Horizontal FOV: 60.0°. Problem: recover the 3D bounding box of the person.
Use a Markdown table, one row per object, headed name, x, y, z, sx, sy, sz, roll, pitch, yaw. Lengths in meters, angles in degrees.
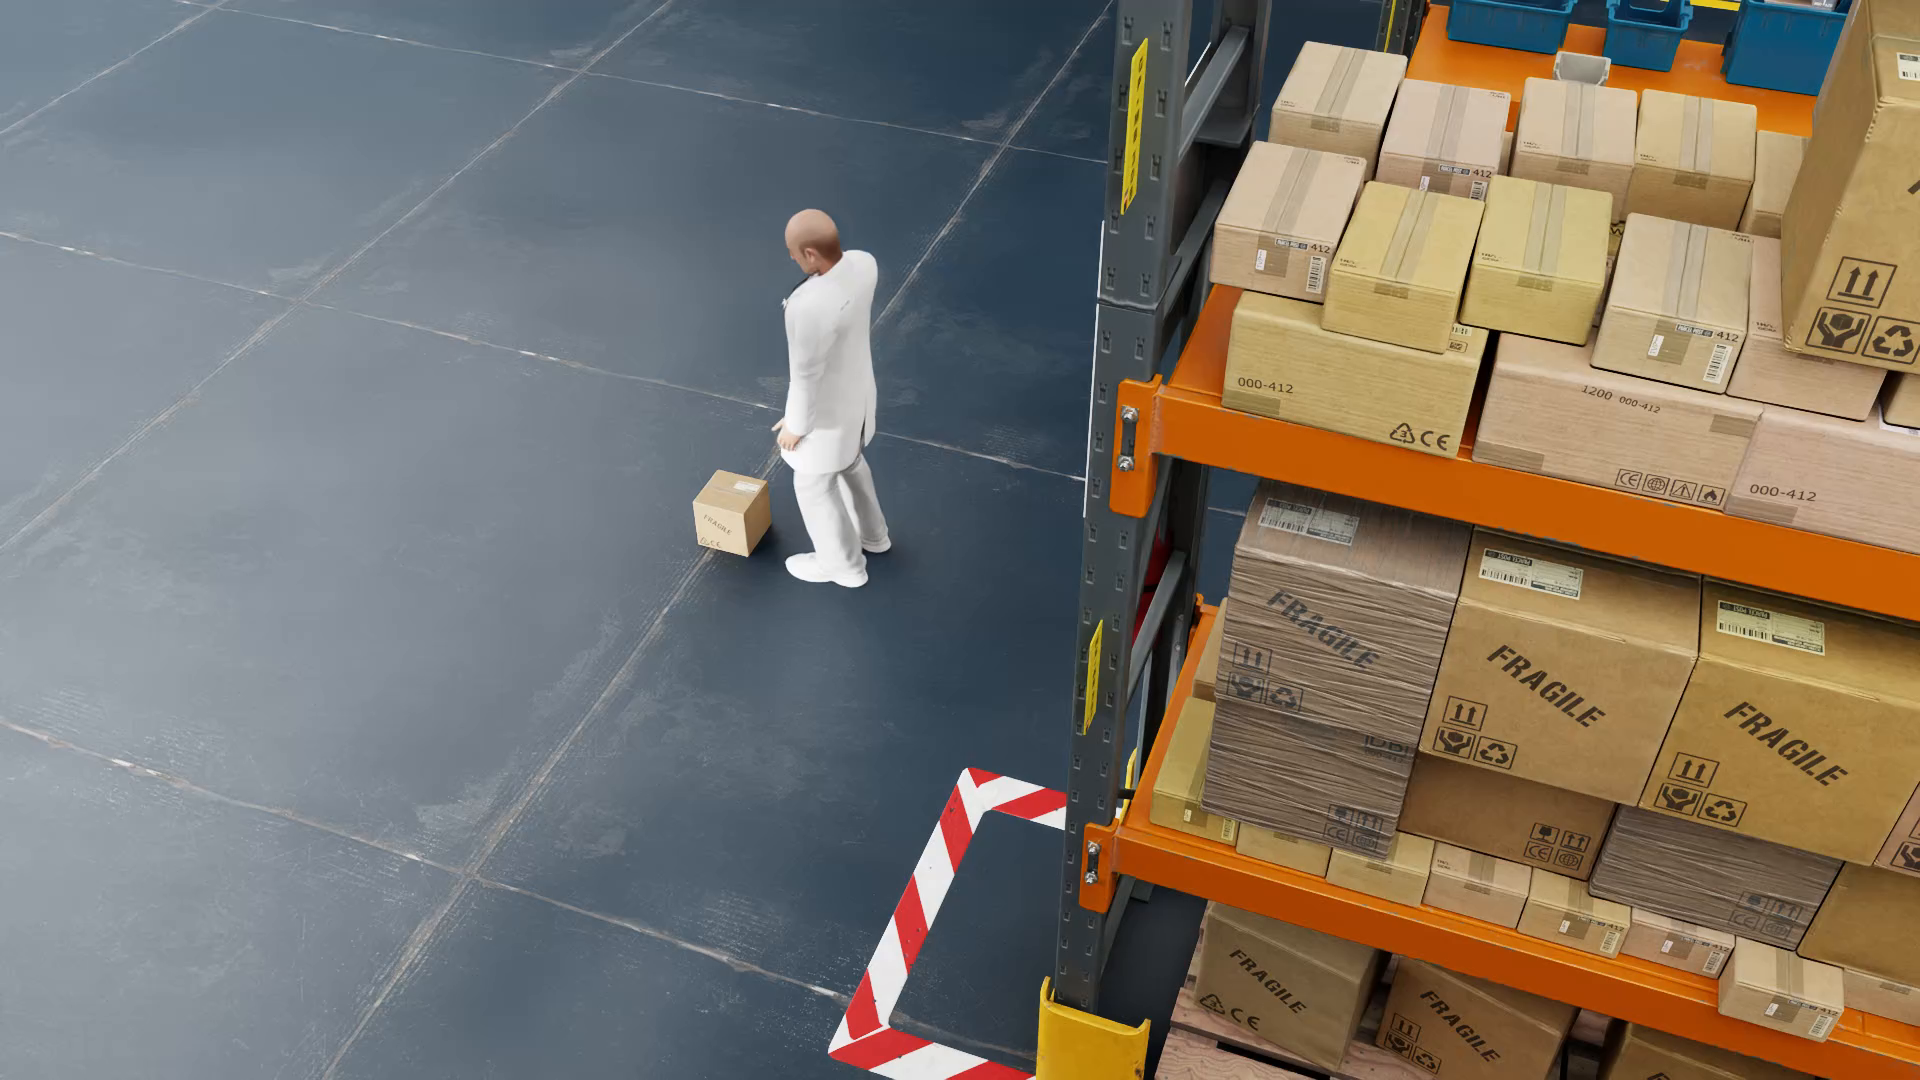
| name | x | y | z | sx | sy | sz | roll | pitch | yaw |
| --- | --- | --- | --- | --- | --- | --- | --- | --- | --- |
| person | -0.549 | -0.565 | 6.835 | 0.381 | 1.769 | 0.565 | 14 | 43 | 16 |
